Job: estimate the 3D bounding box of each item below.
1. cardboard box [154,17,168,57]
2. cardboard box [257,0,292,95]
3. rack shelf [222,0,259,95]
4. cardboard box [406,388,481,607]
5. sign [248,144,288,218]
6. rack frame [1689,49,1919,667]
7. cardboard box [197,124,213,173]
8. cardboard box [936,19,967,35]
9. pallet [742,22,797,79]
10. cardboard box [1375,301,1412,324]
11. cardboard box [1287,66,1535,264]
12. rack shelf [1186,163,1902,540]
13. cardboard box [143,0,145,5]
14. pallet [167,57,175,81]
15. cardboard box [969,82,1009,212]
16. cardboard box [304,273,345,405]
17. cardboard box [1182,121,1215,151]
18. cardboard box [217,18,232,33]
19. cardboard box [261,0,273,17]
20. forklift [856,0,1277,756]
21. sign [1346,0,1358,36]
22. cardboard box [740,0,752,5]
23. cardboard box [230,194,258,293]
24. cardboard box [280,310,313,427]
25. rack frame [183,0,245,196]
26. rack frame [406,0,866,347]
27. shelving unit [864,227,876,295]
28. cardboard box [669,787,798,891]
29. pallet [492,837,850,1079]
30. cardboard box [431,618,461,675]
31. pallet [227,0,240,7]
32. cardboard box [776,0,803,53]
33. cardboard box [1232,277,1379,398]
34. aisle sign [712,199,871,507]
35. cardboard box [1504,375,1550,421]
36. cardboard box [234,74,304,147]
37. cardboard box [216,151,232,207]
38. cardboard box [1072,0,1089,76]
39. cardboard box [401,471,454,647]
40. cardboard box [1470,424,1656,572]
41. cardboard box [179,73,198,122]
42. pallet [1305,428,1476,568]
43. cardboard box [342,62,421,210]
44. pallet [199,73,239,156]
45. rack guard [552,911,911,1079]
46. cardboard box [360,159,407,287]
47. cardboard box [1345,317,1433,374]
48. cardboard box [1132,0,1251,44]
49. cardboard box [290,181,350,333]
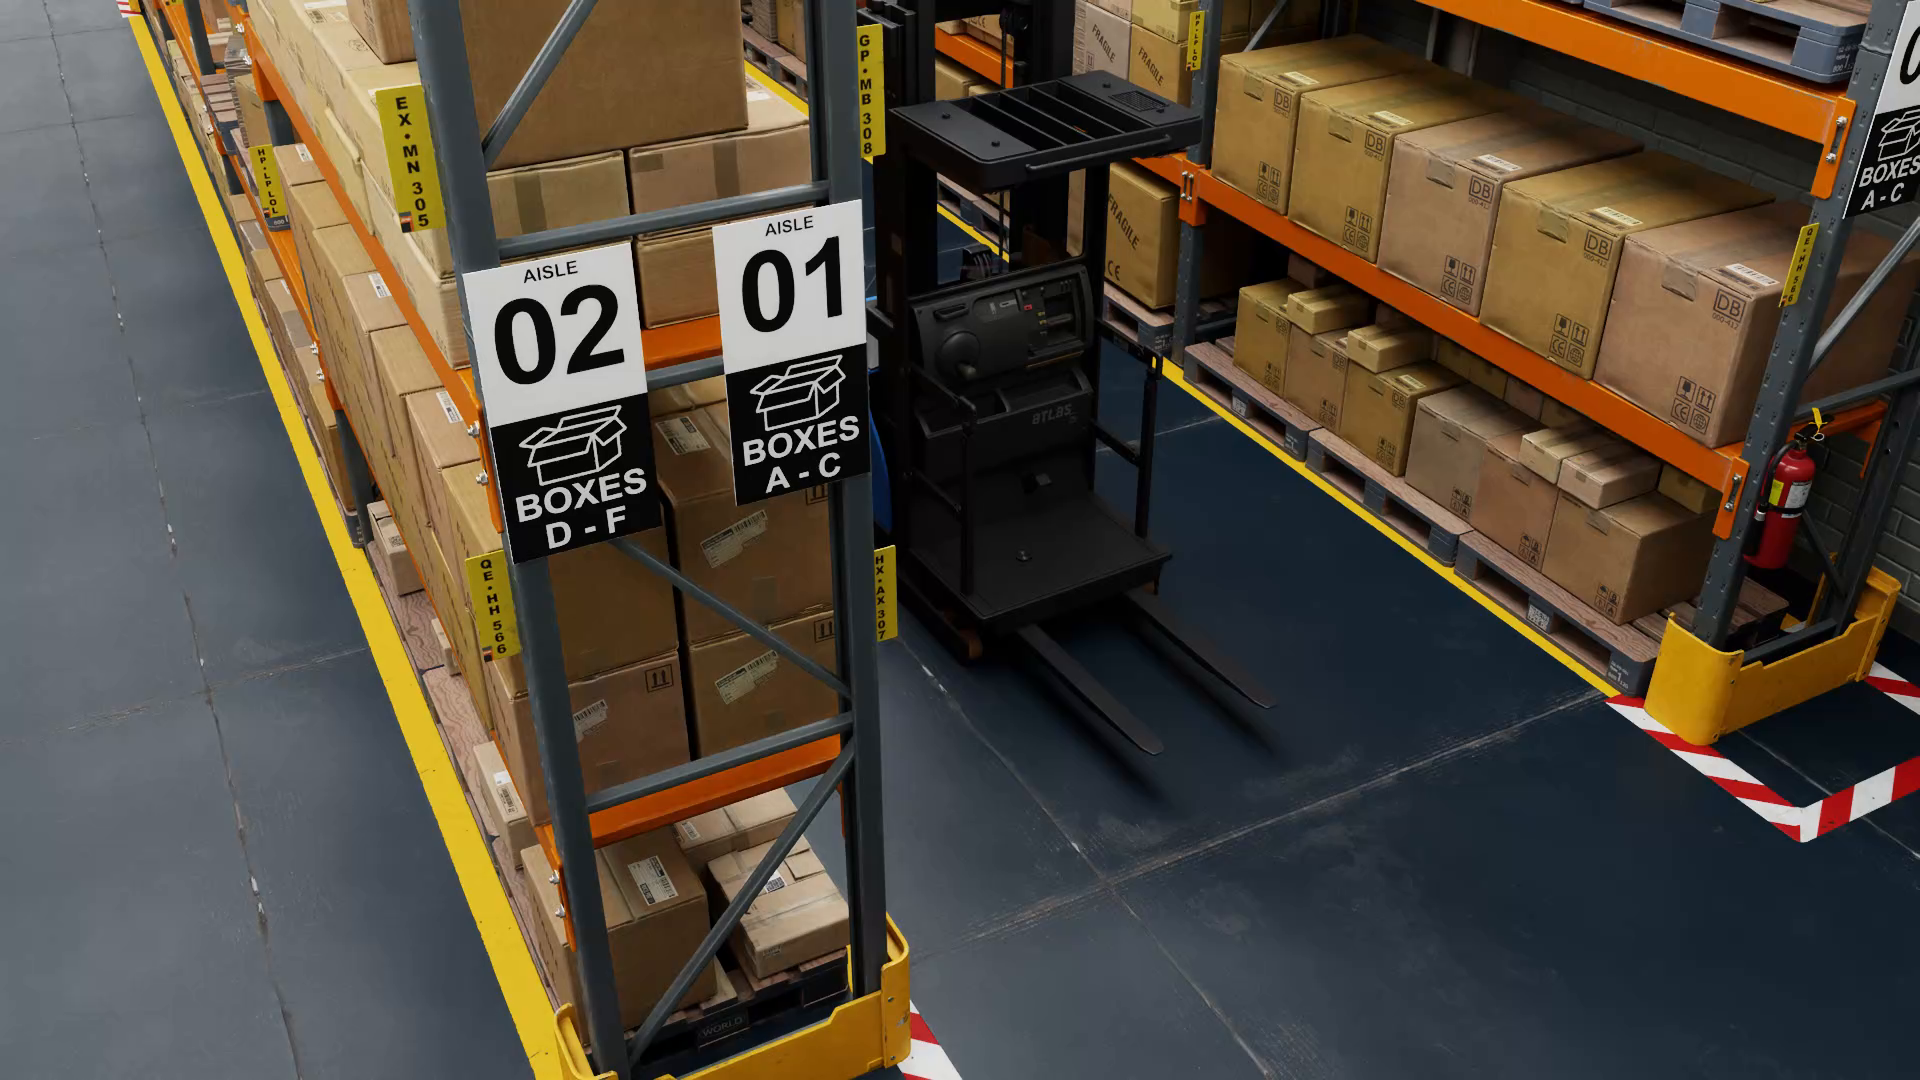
[{"bbox_3d":[-7.188,-4.722,15.500,0.500,0.250,0.500,-16,36,-23],"label":"cardboard box"},{"bbox_3d":[-2.341,-1.909,6.308,0.500,0.250,0.500,-16,36,-23],"label":"cardboard box"},{"bbox_3d":[-3.511,-3.158,8.785,1.077,0.370,4.000,-16,36,-23],"label":"rack shelf"},{"bbox_3d":[-1.400,-0.182,5.233,0.500,0.500,0.500,-15,36,-22],"label":"cardboard box"},{"bbox_3d":[-3.068,-1.589,7.377,0.100,0.325,0.005,-16,36,-23],"label":"sign"},{"bbox_3d":[3.667,-0.582,6.878,1.000,3.000,0.127,-16,36,-23],"label":"rack frame"},{"bbox_3d":[-5.622,-3.092,12.955,0.500,0.250,0.500,-15,36,-22],"label":"cardboard box"},{"bbox_3d":[0.045,-3.817,12.141,0.380,0.149,0.250,-15,35,-22],"label":"cardboard box"},{"bbox_3d":[-1.563,-4.764,15.990,1.003,0.211,1.213,-16,36,-23],"label":"pallet"},{"bbox_3d":[2.539,-1.248,9.244,0.380,0.149,0.250,-17,36,-25],"label":"cardboard box"},{"bbox_3d":[2.376,-2.005,8.820,0.980,0.700,0.700,-17,36,-24],"label":"cardboard box"},{"bbox_3d":[2.735,-1.234,8.562,1.077,0.370,4.000,-16,36,-23],"label":"rack shelf"},{"bbox_3d":[-8.120,-5.677,16.990,0.500,0.250,0.500,-16,36,-23],"label":"cardboard box"},{"bbox_3d":[-6.642,-4.277,15.230,1.003,0.211,1.213,-16,36,-23],"label":"pallet"},{"bbox_3d":[0.567,-2.868,12.049,0.750,0.750,0.750,-16,36,-23],"label":"cardboard box"},{"bbox_3d":[-2.582,-0.974,7.396,0.500,0.500,0.500,-15,36,-22],"label":"cardboard box"},{"bbox_3d":[1.394,-2.484,10.061,0.380,0.149,0.250,-16,36,-23],"label":"cardboard box"},{"bbox_3d":[-5.088,-3.641,11.885,0.380,0.149,0.250,-13,35,-20],"label":"cardboard box"},{"bbox_3d":[-2.337,-2.121,6.175,0.500,0.250,0.500,-16,36,-23],"label":"cardboard box"},{"bbox_3d":[0.321,-0.942,7.504,1.130,2.935,3.031,-18,37,-25],"label":"forklift"},{"bbox_3d":[2.293,-3.029,9.822,0.100,0.325,0.005,-16,36,-23],"label":"sign"},{"bbox_3d":[-2.204,-5.549,16.849,0.380,0.166,0.250,-21,38,-29],"label":"cardboard box"},{"bbox_3d":[-4.484,-1.996,10.994,0.500,0.500,0.500,-14,35,-21],"label":"cardboard box"},{"bbox_3d":[-3.518,-1.017,9.466,0.500,0.500,0.500,-15,36,-23],"label":"cardboard box"},{"bbox_3d":[-4.443,-3.152,10.890,1.000,3.000,0.127,-16,36,-23],"label":"rack frame"},{"bbox_3d":[-0.713,-1.860,3.312,1.000,3.000,0.127,-16,36,-23],"label":"rack frame"},{"bbox_3d":[-0.754,-1.300,9.388,0.587,1.500,1.083,-18,37,-26],"label":"shelving unit"},{"bbox_3d":[-0.949,1.069,6.442,0.500,0.250,0.500,-16,36,-23],"label":"cardboard box"},{"bbox_3d":[-1.121,1.423,6.333,1.003,0.211,1.213,-16,36,-23],"label":"pallet"},{"bbox_3d":[-2.162,0.430,7.518,0.380,0.166,0.250,-16,36,-23],"label":"cardboard box"},{"bbox_3d":[-2.820,-2.756,7.665,1.213,0.211,1.003,-16,36,-23],"label":"pallet"},{"bbox_3d":[-1.284,-4.861,15.465,0.700,0.500,0.500,-17,36,-24],"label":"cardboard box"},{"bbox_3d":[2.060,-1.233,9.821,0.700,0.500,0.500,-15,36,-23],"label":"cardboard box"},{"bbox_3d":[-0.422,-0.470,4.294,0.394,0.787,0.004,-16,36,-23],"label":"aisle sign"},{"bbox_3d":[3.015,-0.761,8.484,0.380,0.149,0.250,-15,36,-22],"label":"cardboard box"},{"bbox_3d":[-3.457,-2.290,9.062,0.700,0.500,0.500,-26,41,-35],"label":"cardboard box"},{"bbox_3d":[-4.905,-2.595,11.660,0.500,0.311,0.500,-15,36,-22],"label":"cardboard box"},{"bbox_3d":[0.891,-3.307,10.743,0.500,0.500,0.500,-16,36,-23],"label":"cardboard box"},{"bbox_3d":[-1.636,-0.008,5.889,0.500,0.500,0.500,-16,36,-23],"label":"cardboard box"},{"bbox_3d":[3.019,-0.254,8.294,0.700,0.500,0.500,-16,36,-23],"label":"cardboard box"},{"bbox_3d":[-5.865,-3.569,13.181,0.500,0.311,0.500,-17,36,-25],"label":"cardboard box"},{"bbox_3d":[2.660,-0.351,9.103,1.003,0.211,1.213,-16,36,-23],"label":"pallet"},{"bbox_3d":[-1.412,-1.164,4.682,0.500,0.250,0.500,-16,36,-23],"label":"cardboard box"},{"bbox_3d":[-4.065,-2.766,10.464,1.213,0.211,1.003,-16,36,-23],"label":"pallet"},{"bbox_3d":[-0.749,1.682,5.661,1.175,0.500,0.348,-16,36,-23],"label":"rack guard"},{"bbox_3d":[-1.409,-0.954,4.818,0.500,0.250,0.500,-16,36,-23],"label":"cardboard box"},{"bbox_3d":[2.302,-1.047,8.931,0.380,0.149,0.250,-17,36,-24],"label":"cardboard box"},{"bbox_3d":[1.358,-3.141,9.790,0.500,0.250,0.500,-15,36,-22],"label":"cardboard box"},{"bbox_3d":[-2.366,-1.165,6.768,0.500,0.500,0.500,-17,36,-25],"label":"cardboard box"}]
